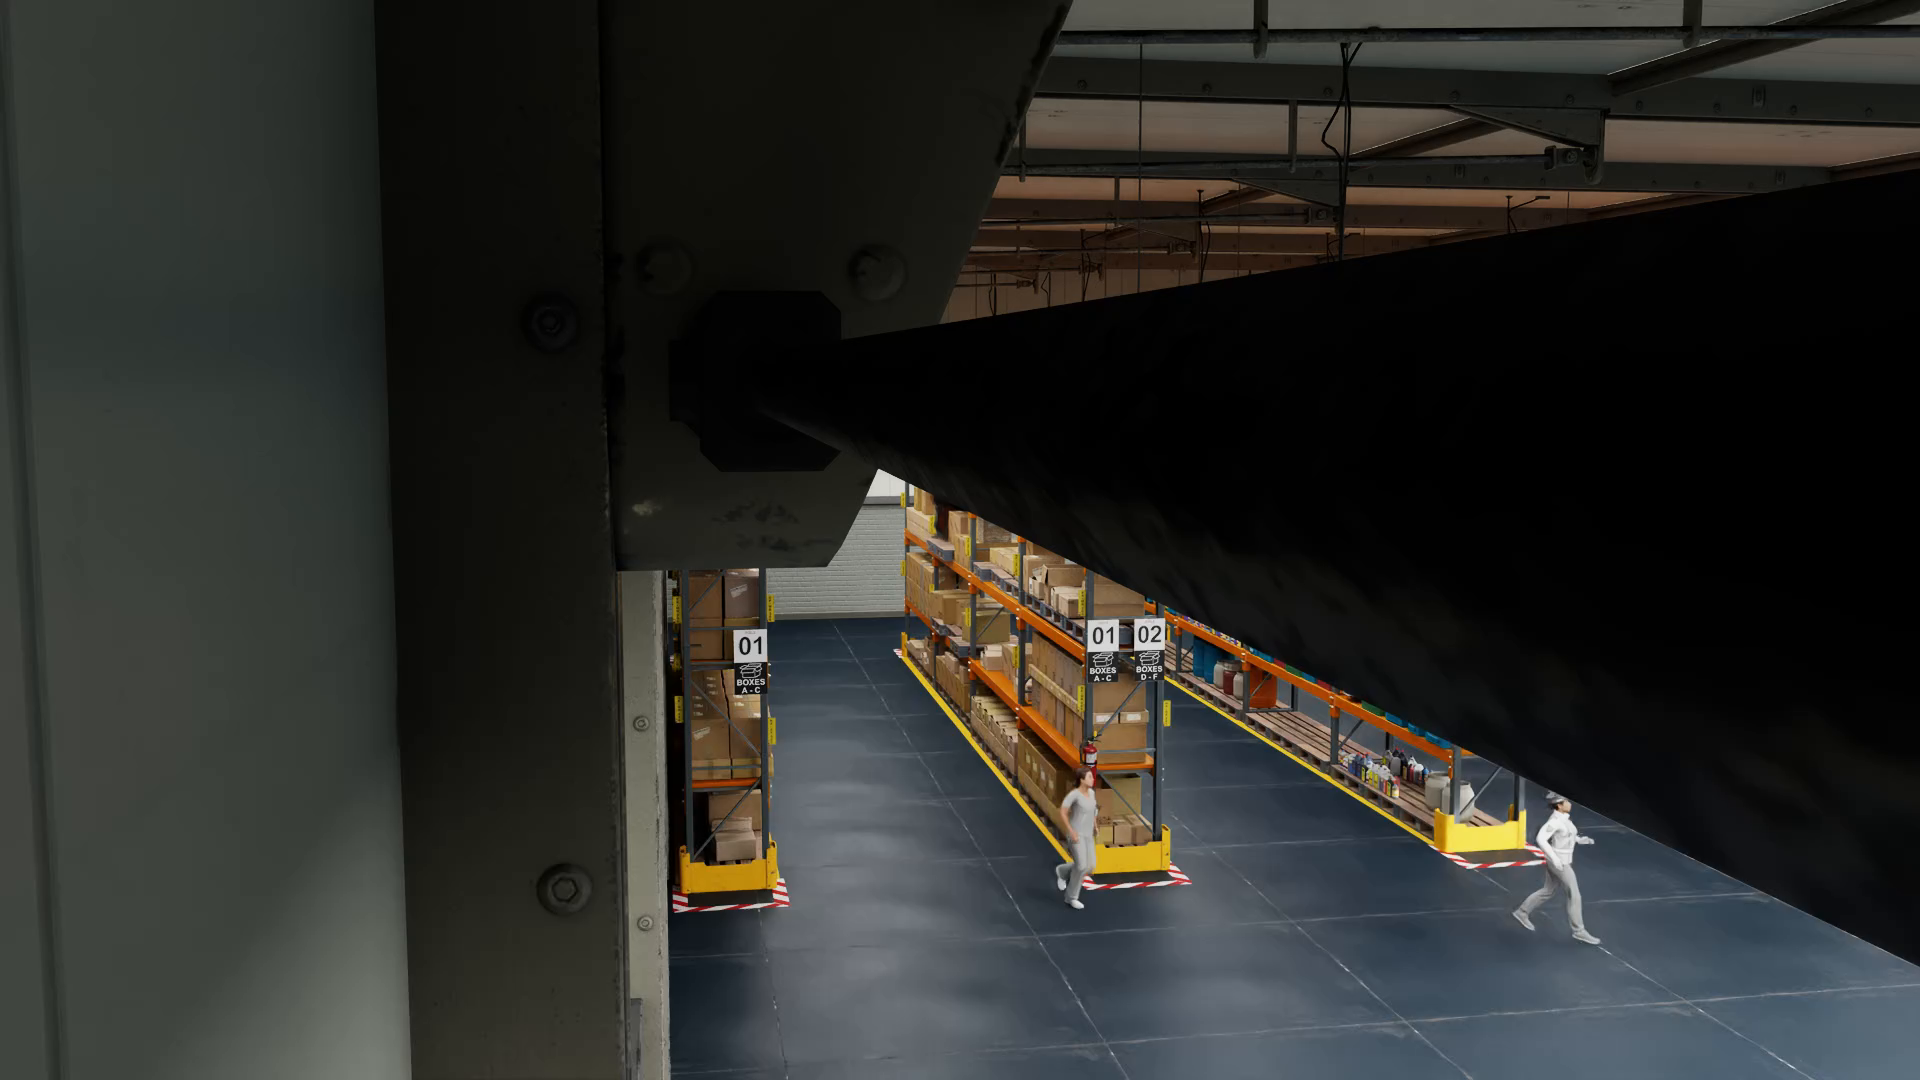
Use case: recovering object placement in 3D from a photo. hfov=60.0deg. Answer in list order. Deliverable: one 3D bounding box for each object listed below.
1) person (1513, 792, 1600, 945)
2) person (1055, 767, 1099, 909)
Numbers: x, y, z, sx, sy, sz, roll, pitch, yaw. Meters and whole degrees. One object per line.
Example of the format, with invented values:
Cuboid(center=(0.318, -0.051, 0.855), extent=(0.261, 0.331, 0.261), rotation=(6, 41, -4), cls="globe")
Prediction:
Cuboid(center=(6.596, 3.563, 18.329), extent=(0.919, 1.689, 0.614), rotation=(2, 6, 19), cls="person")
Cuboid(center=(1.395, 3.505, 19.761), extent=(0.604, 1.596, 0.567), rotation=(-6, 8, -43), cls="person")
